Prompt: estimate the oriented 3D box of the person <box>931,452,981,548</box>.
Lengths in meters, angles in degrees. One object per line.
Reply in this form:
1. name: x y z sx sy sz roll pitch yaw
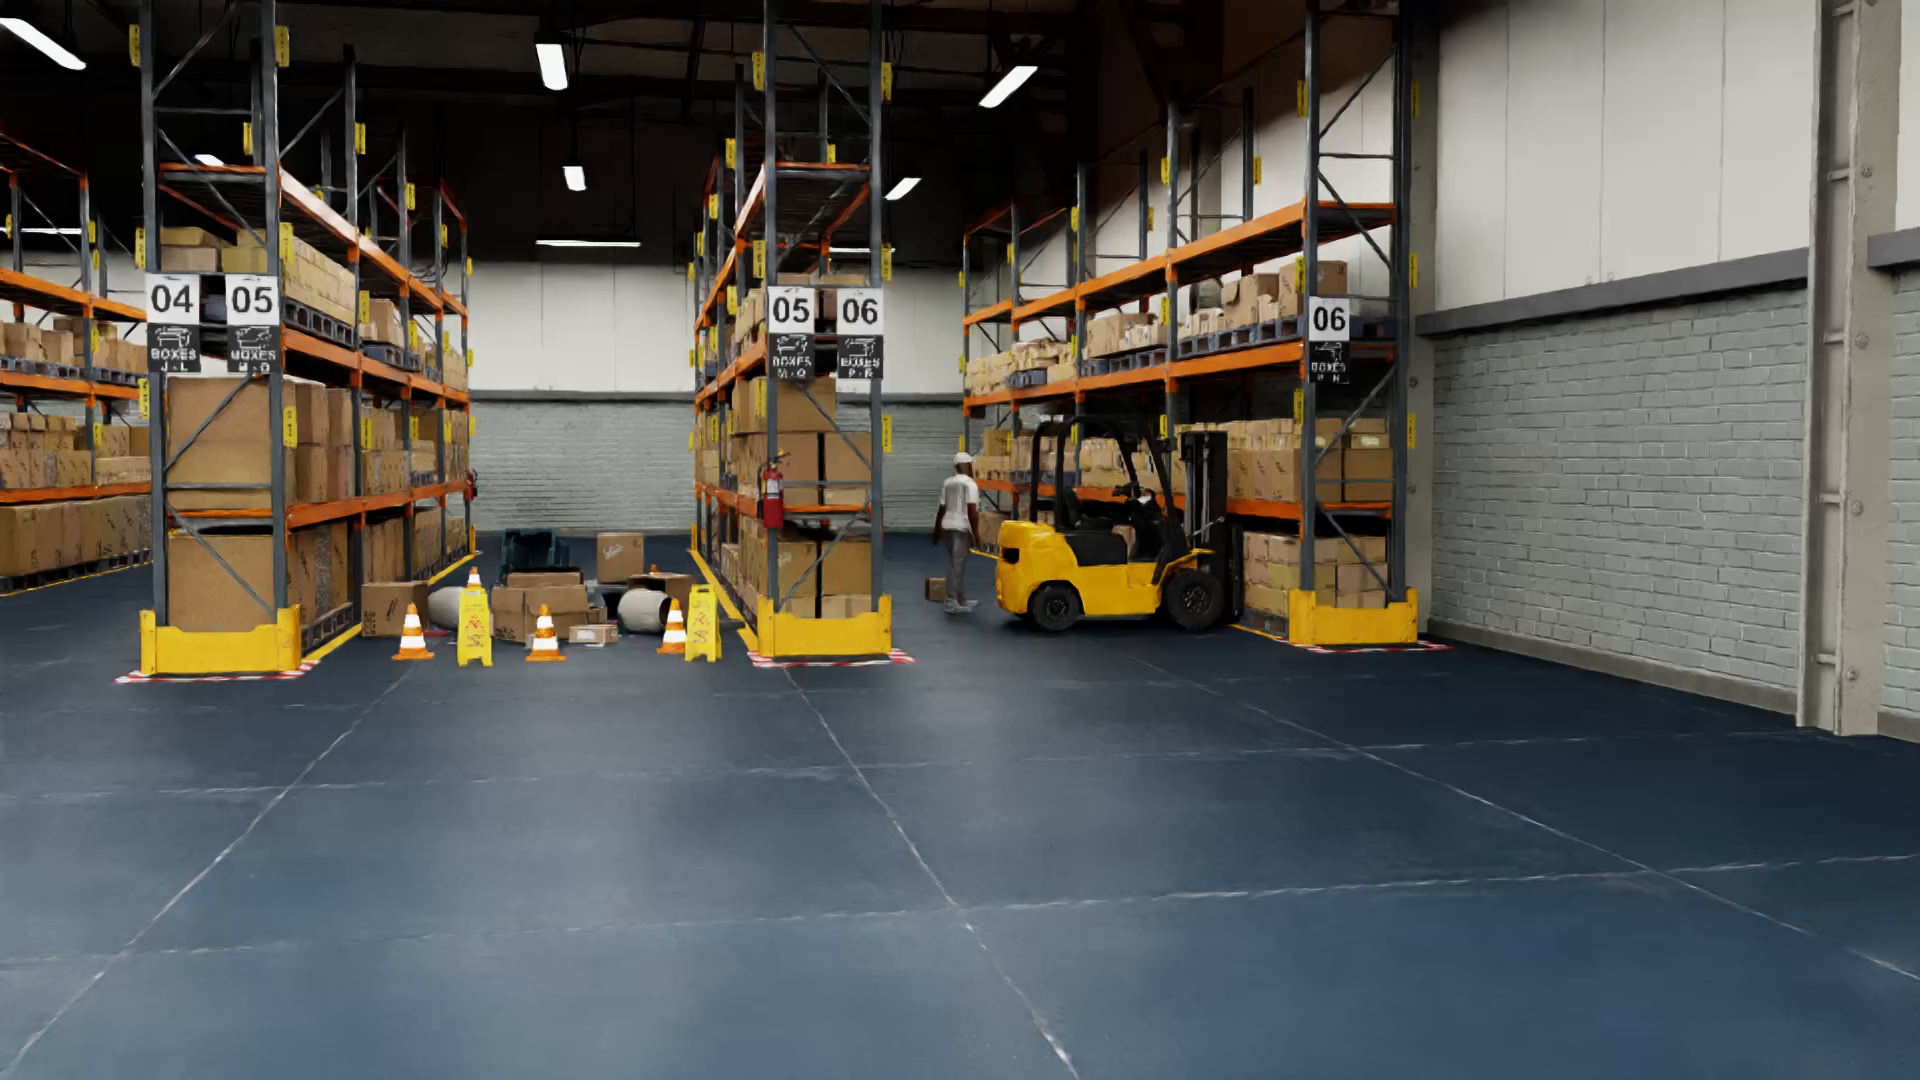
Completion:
1. person: -0.007 -0.451 18.368 0.414 1.047 0.732 -2 4 -34
